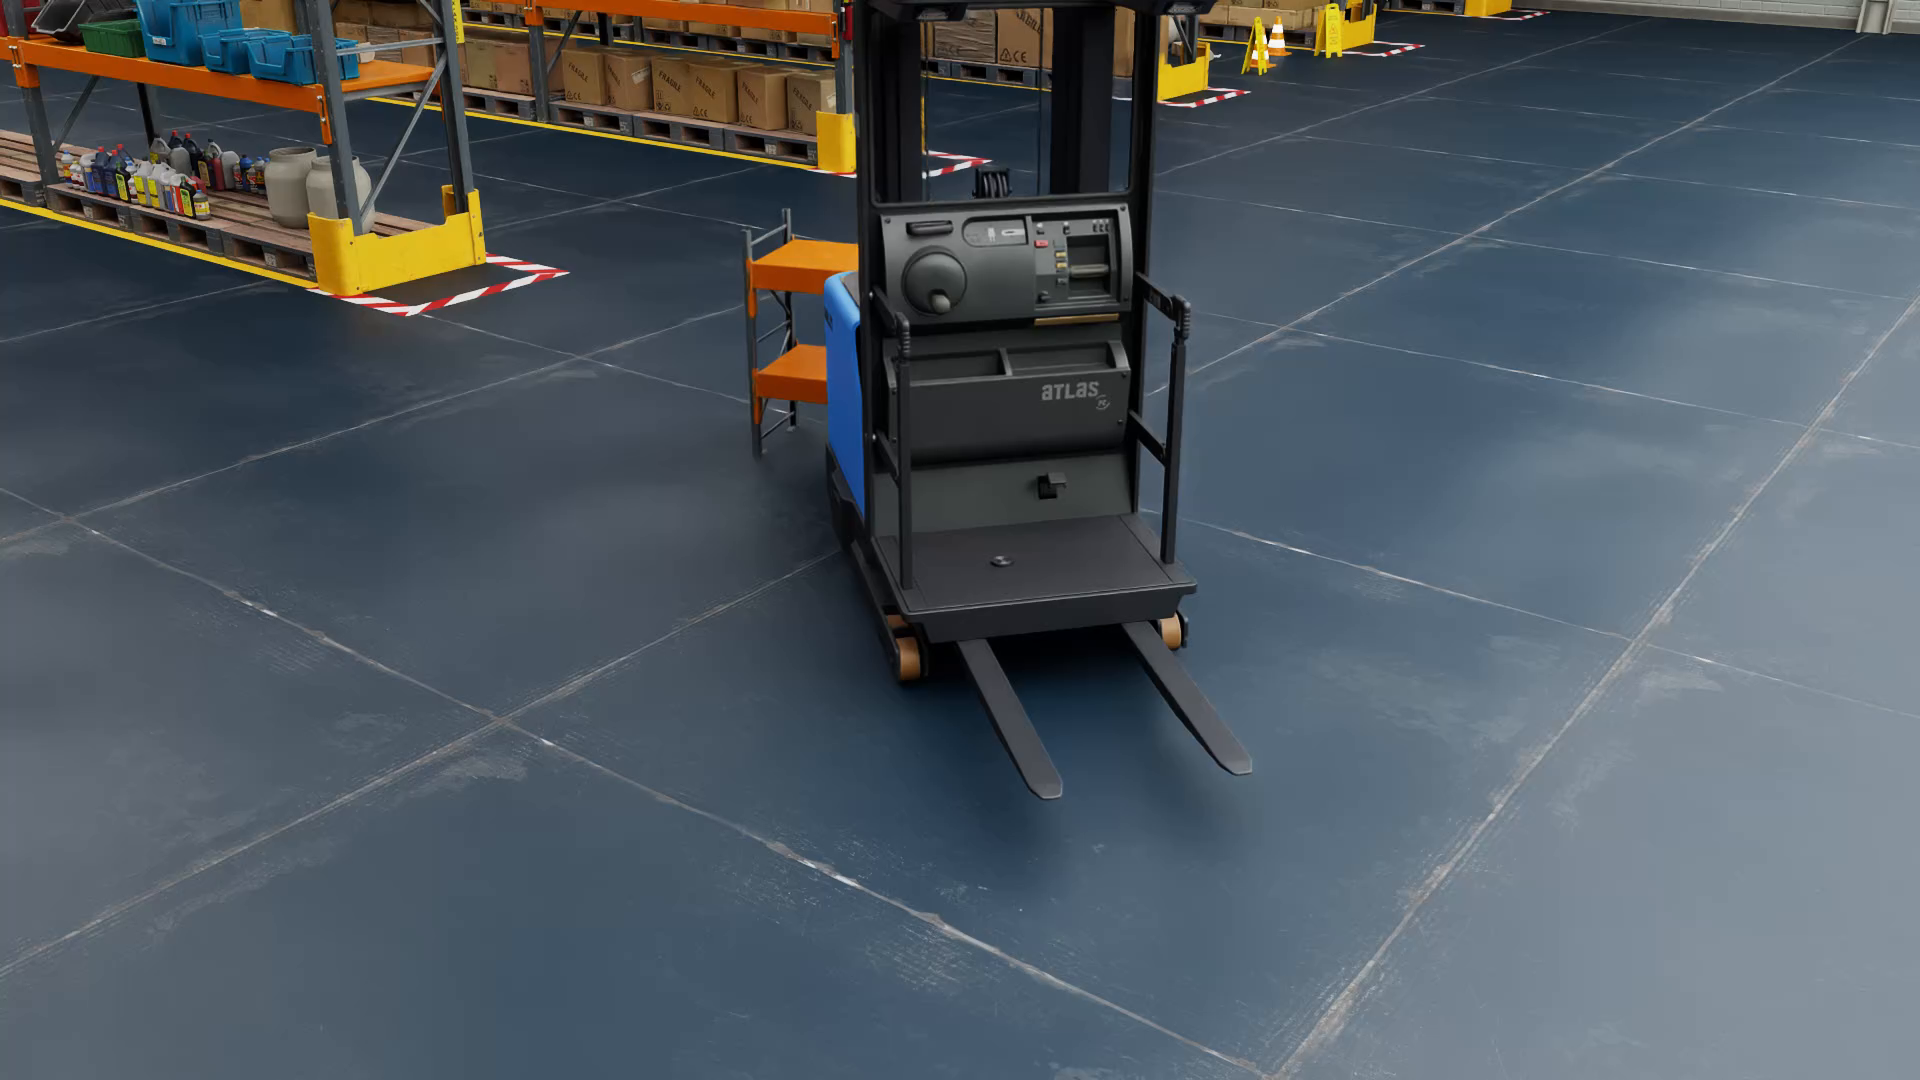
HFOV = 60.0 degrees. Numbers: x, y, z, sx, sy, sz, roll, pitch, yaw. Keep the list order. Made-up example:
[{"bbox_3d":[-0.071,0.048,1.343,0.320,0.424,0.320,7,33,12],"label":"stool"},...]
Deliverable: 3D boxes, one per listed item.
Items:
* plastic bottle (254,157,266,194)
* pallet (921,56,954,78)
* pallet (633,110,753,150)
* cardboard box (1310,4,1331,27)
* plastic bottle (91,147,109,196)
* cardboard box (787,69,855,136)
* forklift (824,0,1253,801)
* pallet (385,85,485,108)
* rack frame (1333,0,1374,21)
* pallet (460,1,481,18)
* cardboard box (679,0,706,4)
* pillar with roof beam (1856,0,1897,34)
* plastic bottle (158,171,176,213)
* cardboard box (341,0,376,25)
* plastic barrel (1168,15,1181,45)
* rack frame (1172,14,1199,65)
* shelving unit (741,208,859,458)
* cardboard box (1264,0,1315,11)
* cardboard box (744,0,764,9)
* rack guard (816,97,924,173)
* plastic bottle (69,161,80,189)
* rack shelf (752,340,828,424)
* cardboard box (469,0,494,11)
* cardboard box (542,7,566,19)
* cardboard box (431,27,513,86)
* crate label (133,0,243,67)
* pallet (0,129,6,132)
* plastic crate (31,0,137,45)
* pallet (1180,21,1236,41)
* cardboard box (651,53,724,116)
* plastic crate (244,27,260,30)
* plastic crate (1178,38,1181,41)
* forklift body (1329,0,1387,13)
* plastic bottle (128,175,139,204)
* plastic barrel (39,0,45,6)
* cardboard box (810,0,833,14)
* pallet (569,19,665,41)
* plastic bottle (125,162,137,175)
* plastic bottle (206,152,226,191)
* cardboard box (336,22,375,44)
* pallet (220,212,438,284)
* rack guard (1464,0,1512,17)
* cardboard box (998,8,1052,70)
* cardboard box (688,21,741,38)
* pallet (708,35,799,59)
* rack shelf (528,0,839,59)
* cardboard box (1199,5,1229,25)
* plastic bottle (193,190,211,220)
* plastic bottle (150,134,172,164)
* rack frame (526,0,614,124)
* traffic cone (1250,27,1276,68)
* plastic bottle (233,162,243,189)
[{"bbox_3d":[-5.320,-2.780,12.677,0.097,0.271,0.097,0,24,0],"label":"plastic bottle"},{"bbox_3d":[-0.315,-5.837,20.236,1.213,0.211,1.003,17,29,33],"label":"pallet"},{"bbox_3d":[-2.393,-4.024,16.122,1.213,0.211,1.003,17,29,33],"label":"pallet"},{"bbox_3d":[4.733,-7.195,22.748,0.500,0.250,0.500,17,29,33],"label":"cardboard box"},{"bbox_3d":[-6.505,-2.808,12.643,0.185,0.351,0.144,18,29,35],"label":"plastic bottle"},{"bbox_3d":[-1.221,-3.984,15.151,0.500,0.500,0.500,-20,31,-38],"label":"cardboard box"},{"bbox_3d":[0.227,-0.991,5.865,1.130,2.935,3.031,-5,24,-12],"label":"forklift"},{"bbox_3d":[-5.536,-4.953,18.229,1.213,0.211,1.003,17,29,33],"label":"pallet"},{"bbox_3d":[5.212,-7.976,21.633,0.127,3.000,1.000,17,29,33],"label":"rack frame"},{"bbox_3d":[-7.836,-8.132,25.444,1.213,0.211,1.003,17,29,33],"label":"pallet"},{"bbox_3d":[-2.346,-4.995,15.179,0.250,0.149,0.380,17,29,33],"label":"cardboard box"},{"bbox_3d":[10.389,-9.943,18.657,0.400,9.000,9.100,17,29,33],"label":"pillar with roof beam"},{"bbox_3d":[-5.730,-2.542,12.132,0.135,0.276,0.152,16,28,32],"label":"plastic bottle"},{"bbox_3d":[-6.578,-5.962,18.686,0.500,0.250,0.500,18,30,35],"label":"cardboard box"},{"bbox_3d":[2.652,-6.809,22.178,0.512,0.421,0.421,-5,24,-12],"label":"plastic barrel"},{"bbox_3d":[2.325,-6.355,17.953,0.127,3.000,1.000,17,29,33],"label":"rack frame"},{"bbox_3d":[-0.442,-0.950,8.010,1.048,1.125,0.538,8,25,17],"label":"shelving unit"},{"bbox_3d":[4.415,-7.363,22.201,0.500,0.500,0.500,17,29,34],"label":"cardboard box"},{"bbox_3d":[-1.704,-4.836,14.818,0.250,0.149,0.380,17,29,33],"label":"cardboard box"},{"bbox_3d":[-0.792,-3.654,14.922,0.348,0.500,1.175,17,29,33],"label":"rack guard"},{"bbox_3d":[-6.829,-2.826,12.869,0.097,0.201,0.097,0,24,0],"label":"plastic bottle"},{"bbox_3d":[-0.442,-0.726,8.109,1.000,0.278,0.538,8,25,17],"label":"rack shelf"},{"bbox_3d":[-6.845,-8.041,24.359,0.500,0.500,0.500,18,30,35],"label":"cardboard box"},{"bbox_3d":[-5.606,-7.662,23.499,0.500,0.500,0.500,15,28,31],"label":"cardboard box"},{"bbox_3d":[-5.228,-5.216,17.922,0.500,0.500,0.700,14,27,29],"label":"cardboard box"},{"bbox_3d":[-5.337,-3.555,11.555,0.616,0.435,0.502,17,29,33],"label":"crate label"},{"bbox_3d":[-9.506,-3.640,15.249,1.213,0.211,1.003,17,29,33],"label":"pallet"},{"bbox_3d":[-6.560,-3.952,12.577,0.504,0.338,0.767,17,29,33],"label":"plastic crate"},{"bbox_3d":[3.551,-7.222,23.379,1.213,0.211,1.003,17,29,33],"label":"pallet"},{"bbox_3d":[-2.629,-4.424,16.150,0.500,0.500,0.500,14,27,29],"label":"cardboard box"},{"bbox_3d":[-5.451,-3.717,12.292,0.437,0.136,0.530,17,29,33],"label":"plastic crate"},{"bbox_3d":[2.776,-6.963,22.955,0.583,0.080,0.402,7,25,15],"label":"plastic crate"},{"bbox_3d":[5.575,-9.060,25.146,1.214,2.155,2.313,17,29,33],"label":"forklift body"},{"bbox_3d":[-6.142,-2.618,12.398,0.097,0.201,0.097,0,24,0],"label":"plastic bottle"},{"bbox_3d":[-7.536,-4.513,13.603,0.433,0.535,0.433,0,24,0],"label":"plastic barrel"},{"bbox_3d":[-1.083,-4.666,14.432,0.250,0.149,0.380,17,29,33],"label":"cardboard box"},{"bbox_3d":[-4.701,-7.203,23.336,1.213,0.211,1.003,17,29,33],"label":"pallet"},{"bbox_3d":[-6.214,-2.703,12.503,0.097,0.271,0.097,0,24,0],"label":"plastic bottle"},{"bbox_3d":[-5.738,-2.844,12.809,0.133,0.283,0.061,17,29,33],"label":"plastic bottle"},{"bbox_3d":[-6.584,-5.616,18.829,0.500,0.500,0.700,15,28,31],"label":"cardboard box"},{"bbox_3d":[-4.437,-2.106,11.769,1.213,0.211,1.003,17,29,33],"label":"pallet"},{"bbox_3d":[8.206,-8.429,25.761,0.348,0.500,1.175,17,29,33],"label":"rack guard"},{"bbox_3d":[1.037,-5.930,19.102,0.875,0.875,0.875,16,29,32],"label":"cardboard box"},{"bbox_3d":[-2.942,-7.066,21.835,0.750,0.750,1.050,17,29,34],"label":"cardboard box"},{"bbox_3d":[-2.519,-6.503,21.748,1.213,0.211,1.003,17,29,33],"label":"pallet"},{"bbox_3d":[-2.331,-4.934,15.619,4.000,0.370,1.077,17,29,33],"label":"rack shelf"},{"bbox_3d":[3.572,-7.272,22.923,0.500,0.250,0.500,16,28,31],"label":"cardboard box"},{"bbox_3d":[-5.434,-2.405,11.912,0.097,0.201,0.097,0,24,0],"label":"plastic bottle"},{"bbox_3d":[-6.301,-3.028,13.142,0.185,0.351,0.144,17,29,33],"label":"plastic bottle"},{"bbox_3d":[-3.932,-5.746,16.572,0.127,3.000,1.000,17,29,33],"label":"rack frame"},{"bbox_3d":[3.701,-6.063,20.437,0.334,0.463,0.336,17,29,33],"label":"traffic cone"},{"bbox_3d":[-5.564,-2.822,12.859,0.097,0.201,0.097,0,24,0],"label":"plastic bottle"}]
